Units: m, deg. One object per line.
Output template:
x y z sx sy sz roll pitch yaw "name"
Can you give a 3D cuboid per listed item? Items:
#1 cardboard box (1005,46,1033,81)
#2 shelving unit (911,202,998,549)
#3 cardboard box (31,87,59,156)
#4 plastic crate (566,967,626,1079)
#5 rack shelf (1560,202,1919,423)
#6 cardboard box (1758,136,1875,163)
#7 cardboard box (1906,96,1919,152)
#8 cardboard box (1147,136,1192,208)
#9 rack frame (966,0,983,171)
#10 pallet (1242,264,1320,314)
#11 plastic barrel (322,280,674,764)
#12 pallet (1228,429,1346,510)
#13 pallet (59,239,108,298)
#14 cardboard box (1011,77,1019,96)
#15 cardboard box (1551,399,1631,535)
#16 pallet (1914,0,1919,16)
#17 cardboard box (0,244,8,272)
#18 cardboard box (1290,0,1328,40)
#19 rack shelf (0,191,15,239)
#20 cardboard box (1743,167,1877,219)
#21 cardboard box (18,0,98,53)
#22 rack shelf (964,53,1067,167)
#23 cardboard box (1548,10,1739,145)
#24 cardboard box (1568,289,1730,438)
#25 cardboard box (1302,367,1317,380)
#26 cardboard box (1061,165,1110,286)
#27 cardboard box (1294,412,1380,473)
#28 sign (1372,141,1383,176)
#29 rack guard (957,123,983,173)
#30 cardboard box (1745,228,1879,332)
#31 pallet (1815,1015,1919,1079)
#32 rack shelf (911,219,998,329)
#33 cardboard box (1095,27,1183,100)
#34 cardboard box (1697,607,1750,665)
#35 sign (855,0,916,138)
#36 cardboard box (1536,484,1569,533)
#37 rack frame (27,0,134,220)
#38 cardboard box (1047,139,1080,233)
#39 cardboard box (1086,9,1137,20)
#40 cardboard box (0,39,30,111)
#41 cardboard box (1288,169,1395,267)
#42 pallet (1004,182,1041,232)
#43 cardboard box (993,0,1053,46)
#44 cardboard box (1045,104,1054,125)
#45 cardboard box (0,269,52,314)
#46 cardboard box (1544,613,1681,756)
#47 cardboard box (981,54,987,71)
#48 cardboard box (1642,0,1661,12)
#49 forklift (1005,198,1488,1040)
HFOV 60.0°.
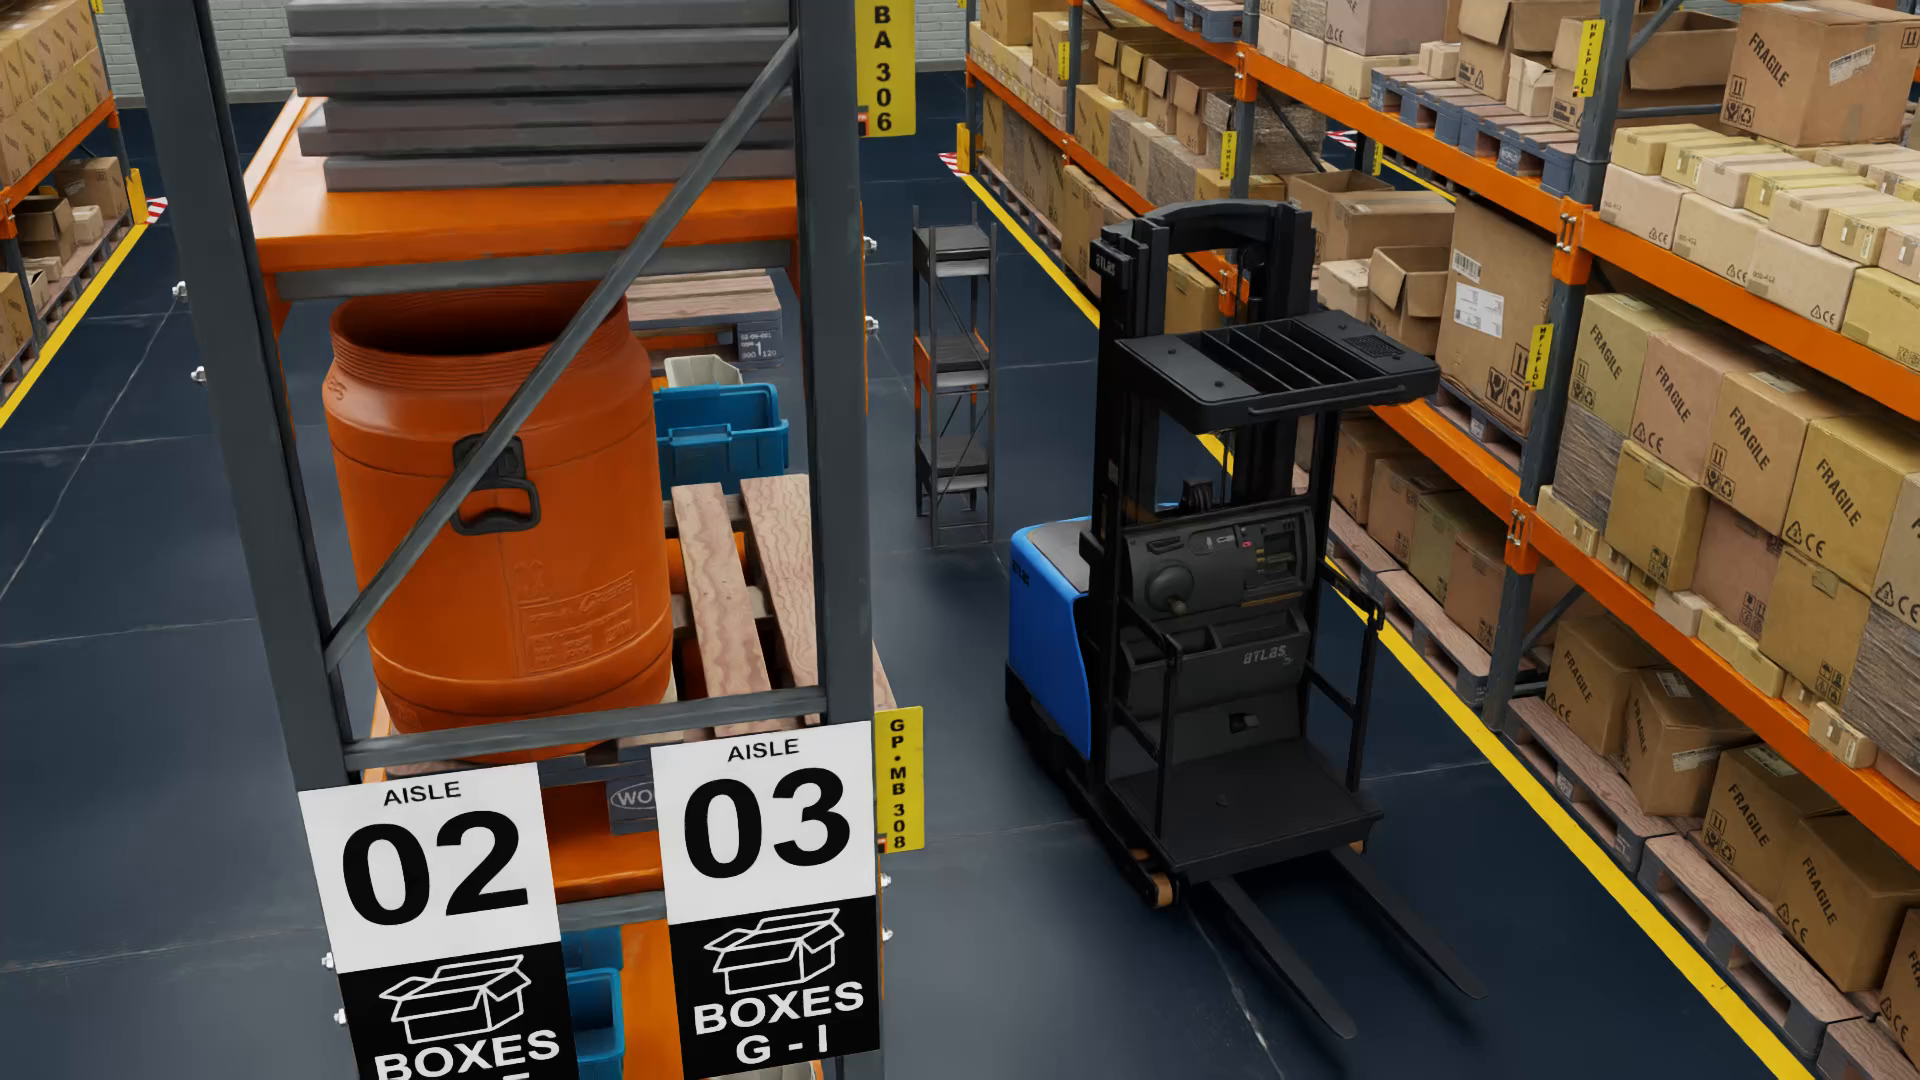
0.765 -4.820 16.806 0.500 0.250 0.500 -6 27 -13 "cardboard box"
-0.037 -1.010 10.421 0.431 2.100 0.503 -6 27 -12 "shelving unit"
-8.265 -3.649 14.540 0.500 0.500 0.500 -6 27 -12 "cardboard box"
-1.201 1.449 4.715 0.499 0.251 0.408 -6 27 -12 "plastic crate"
3.719 -0.541 5.962 1.077 0.370 4.000 -6 27 -12 "rack shelf"
3.594 -1.611 7.008 0.380 0.149 0.250 -6 27 -11 "cardboard box"
7.314 -2.909 11.964 0.700 0.500 0.500 -6 27 -12 "cardboard box"
1.787 -2.840 12.937 0.500 0.500 0.500 -7 28 -13 "cardboard box"
0.564 -5.669 18.653 1.000 3.000 0.127 -6 27 -12 "rack frame"
2.631 -1.769 11.139 1.213 0.211 1.003 -6 27 -12 "pallet"
-0.889 -0.061 3.270 0.600 0.830 0.708 -6 27 -12 "plastic barrel"
2.542 -0.569 11.643 1.003 0.211 1.213 -6 27 -12 "pallet"
-8.619 -2.502 15.473 1.003 0.211 1.213 -6 27 -12 "pallet"
0.731 -4.577 16.769 0.380 0.149 0.250 -6 27 -11 "cardboard box"
3.310 -0.375 7.722 0.875 0.500 0.500 -6 27 -12 "cardboard box"
7.419 -3.594 11.422 1.213 0.211 1.003 -5 27 -9 "pallet"
-8.761 -2.455 14.781 0.500 0.311 0.500 -6 27 -12 "cardboard box"
2.333 -3.308 9.981 0.500 0.500 0.500 -6 27 -11 "cardboard box"
-7.736 -1.710 11.607 1.077 0.370 4.000 -6 27 -12 "rack shelf"
3.306 -1.342 6.476 0.380 0.149 0.250 -5 27 -10 "cardboard box"
-8.720 -4.988 16.083 0.500 0.500 0.500 -6 27 -12 "cardboard box"
1.015 -4.470 17.075 1.077 0.370 4.000 -6 27 -12 "rack shelf"
3.259 -2.190 7.851 0.797 0.503 0.637 -7 28 -14 "cardboard box"
3.122 -0.801 7.458 0.500 0.500 0.500 -6 27 -12 "cardboard box"
2.547 -1.281 11.413 0.500 0.250 0.500 -5 27 -9 "cardboard box"
1.629 -2.873 15.005 1.225 0.875 0.875 -6 27 -11 "cardboard box"
2.675 -0.703 11.100 0.700 0.500 0.500 -8 28 -16 "cardboard box"
2.893 -2.698 11.569 0.100 0.325 0.005 -6 27 -12 "sign"
0.559 -4.564 19.237 1.175 0.500 0.348 -6 27 -12 "rack guard"
3.346 -0.999 6.237 0.500 0.250 0.500 -7 28 -14 "cardboard box"
4.004 2.206 6.145 1.003 0.211 1.213 -6 27 -12 "pallet"
-0.037 -1.623 10.112 0.431 0.518 0.480 -6 27 -12 "rack shelf"
1.617 -4.126 14.371 0.797 0.503 0.637 -7 28 -13 "cardboard box"
3.329 0.382 6.942 0.380 0.149 0.250 -6 27 -12 "cardboard box"
-0.119 -0.781 2.542 0.100 0.325 0.005 -6 27 -12 "sign"
3.024 -0.164 8.025 0.380 0.149 0.250 -6 27 -12 "cardboard box"
-9.088 -4.665 16.663 1.000 3.000 0.127 -6 27 -12 "rack frame"
1.395 -3.450 16.148 0.875 0.875 0.875 -6 27 -12 "cardboard box"
1.503 -4.767 15.869 0.500 0.500 0.500 -6 27 -12 "cardboard box"
-8.136 -3.862 13.851 0.500 0.500 0.500 -7 28 -13 "cardboard box"
2.528 -2.156 11.116 0.500 0.500 0.500 -9 28 -18 "cardboard box"
1.092 -3.547 17.542 1.003 0.211 1.213 -6 27 -12 "pallet"
0.644 -5.385 17.094 0.500 0.500 0.500 -7 28 -13 "cardboard box"
1.019 -4.015 15.654 0.380 0.149 0.250 -5 27 -11 "cardboard box"
-8.071 -2.111 14.099 0.500 0.311 0.500 -6 27 -12 "cardboard box"
3.320 0.707 8.328 0.500 0.500 0.500 -7 28 -13 "cardboard box"
0.440 -5.143 17.889 0.380 0.149 0.250 -7 28 -13 "cardboard box"
6.456 -5.219 16.210 0.500 0.500 0.500 -5 27 -10 "cardboard box"
1.250 0.131 7.237 1.130 2.935 3.031 -10 28 -19 "forklift"
